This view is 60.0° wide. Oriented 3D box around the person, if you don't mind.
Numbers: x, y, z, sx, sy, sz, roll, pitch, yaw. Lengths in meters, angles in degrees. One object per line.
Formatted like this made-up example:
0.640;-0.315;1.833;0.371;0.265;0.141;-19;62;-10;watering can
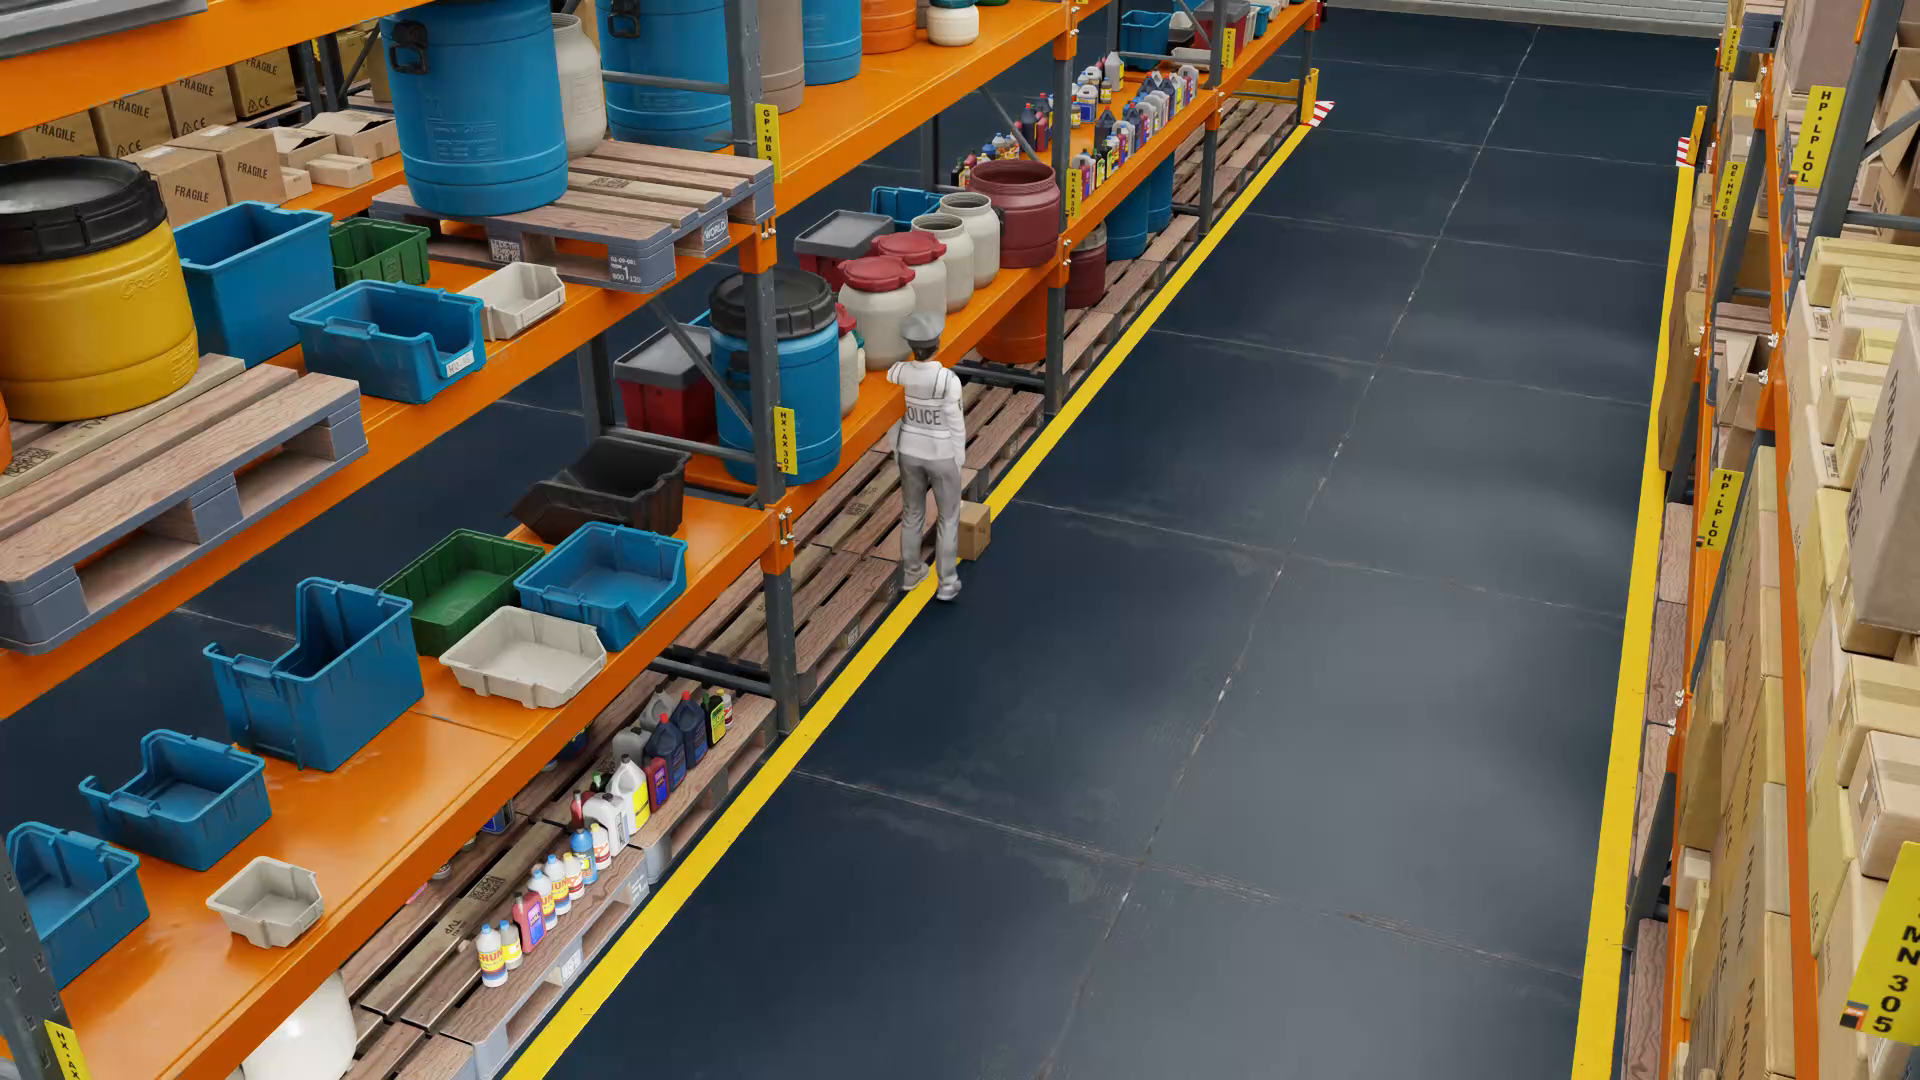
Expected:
-0.179;-0.456;9.199;0.465;1.707;0.342;12;32;20;person
